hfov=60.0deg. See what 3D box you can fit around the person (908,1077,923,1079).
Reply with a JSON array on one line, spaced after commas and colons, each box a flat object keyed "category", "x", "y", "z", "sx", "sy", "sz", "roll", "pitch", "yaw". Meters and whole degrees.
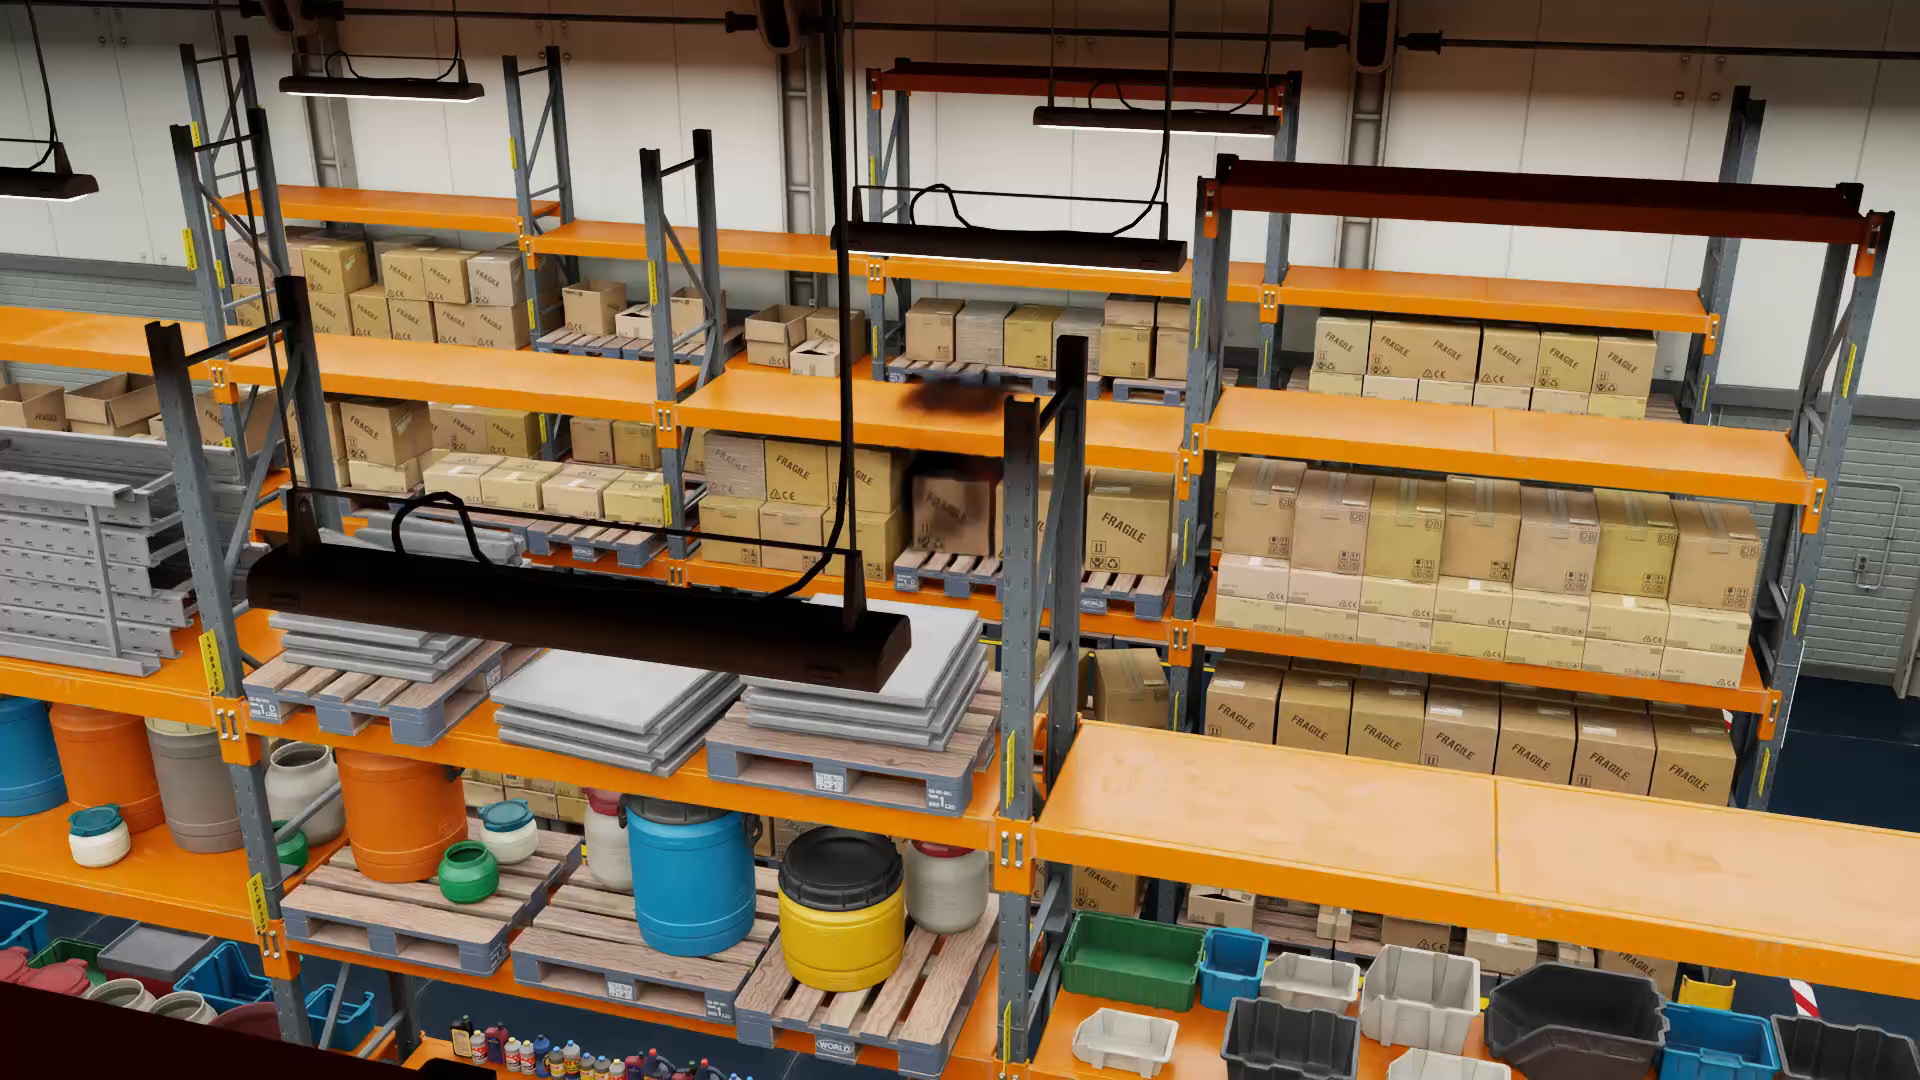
[{"category": "person", "x": -0.046, "y": 3.442, "z": 10.348, "sx": 0.563, "sy": 1.643, "sz": 0.428, "roll": 7, "pitch": 24, "yaw": 16}]
